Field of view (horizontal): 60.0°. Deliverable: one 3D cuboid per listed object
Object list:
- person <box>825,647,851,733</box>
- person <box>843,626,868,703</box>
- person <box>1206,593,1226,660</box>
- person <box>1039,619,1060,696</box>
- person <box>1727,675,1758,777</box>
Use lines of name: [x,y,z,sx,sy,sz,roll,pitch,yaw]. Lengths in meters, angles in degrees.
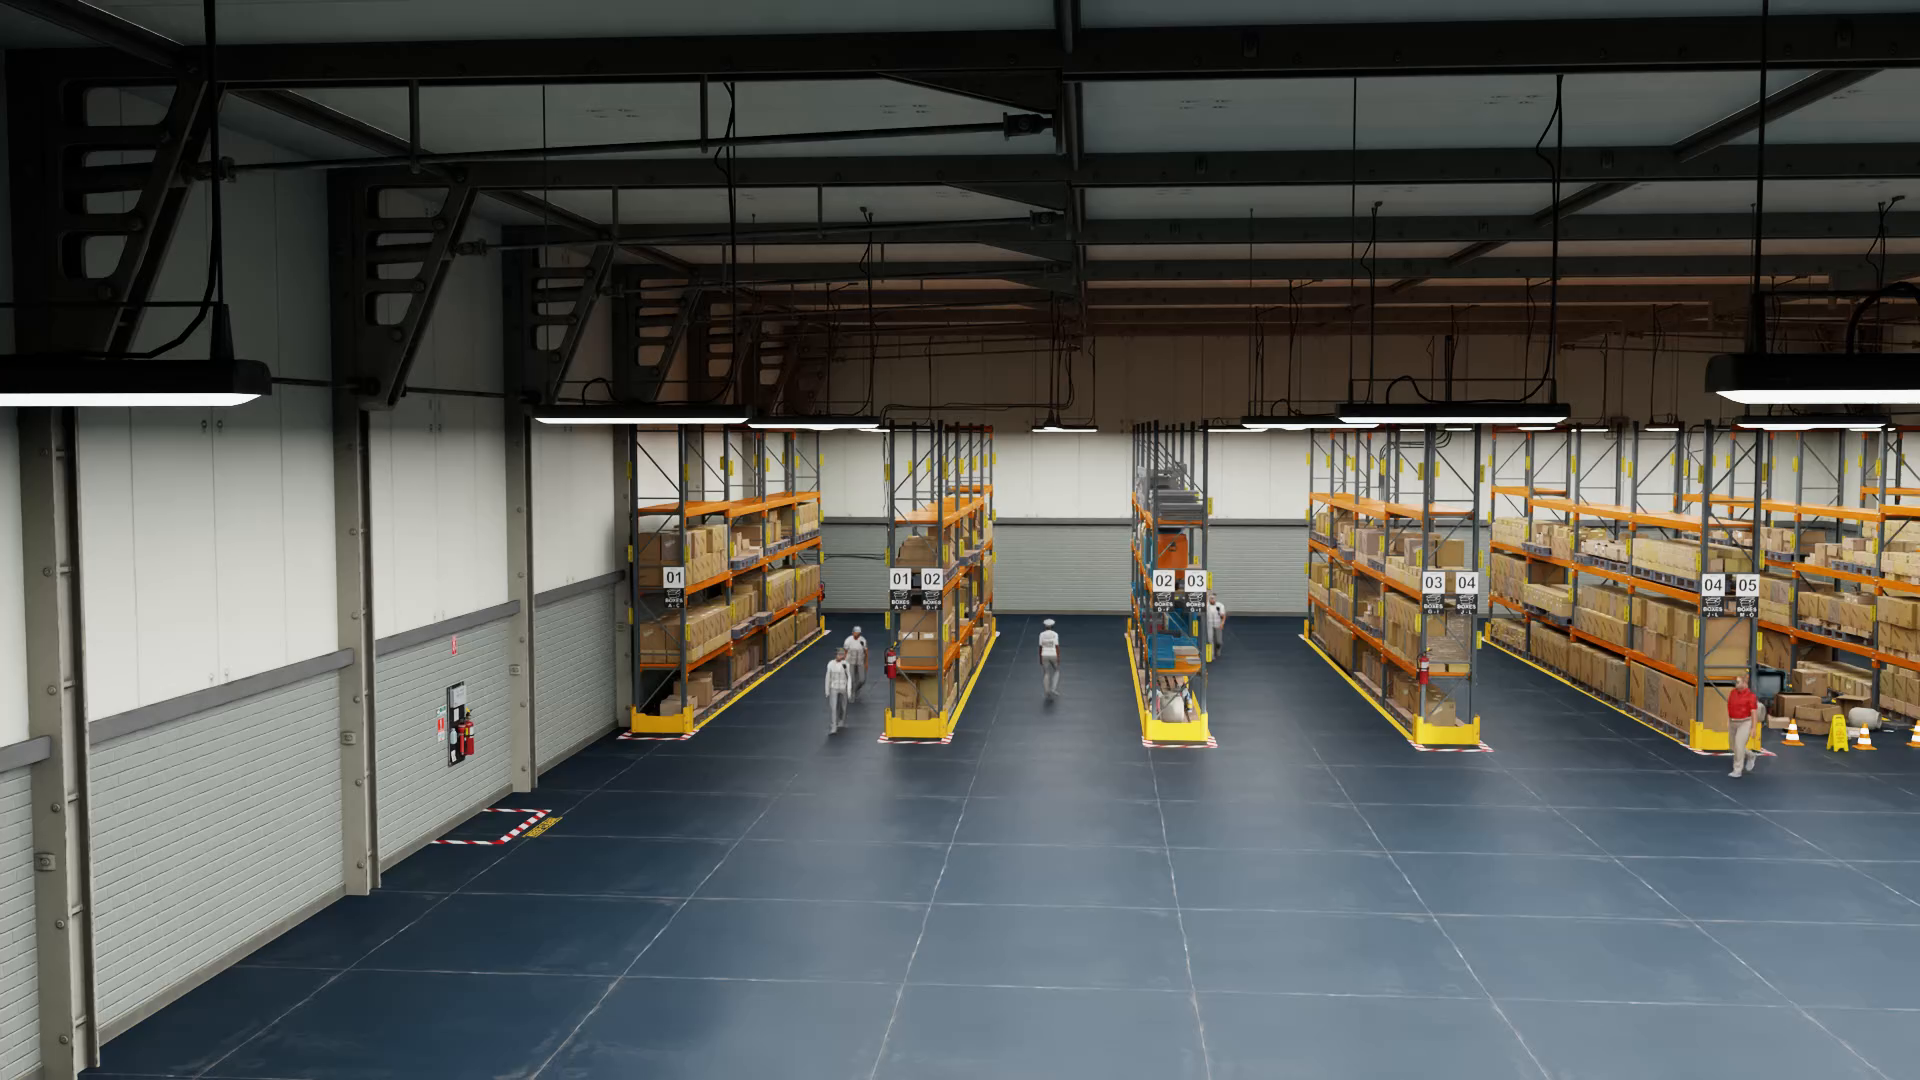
person: [-2.354,2.874,32.093,0.492,1.637,0.846,-1,4,-15]
person: [-2.263,2.653,35.767,0.538,1.643,0.634,-1,4,-16]
person: [6.509,2.190,42.629,0.586,1.679,0.878,1,4,10]
person: [1.953,2.582,36.358,0.485,1.690,0.518,1,4,16]
person: [13.136,3.091,27.865,0.875,1.682,0.554,-2,4,-28]
